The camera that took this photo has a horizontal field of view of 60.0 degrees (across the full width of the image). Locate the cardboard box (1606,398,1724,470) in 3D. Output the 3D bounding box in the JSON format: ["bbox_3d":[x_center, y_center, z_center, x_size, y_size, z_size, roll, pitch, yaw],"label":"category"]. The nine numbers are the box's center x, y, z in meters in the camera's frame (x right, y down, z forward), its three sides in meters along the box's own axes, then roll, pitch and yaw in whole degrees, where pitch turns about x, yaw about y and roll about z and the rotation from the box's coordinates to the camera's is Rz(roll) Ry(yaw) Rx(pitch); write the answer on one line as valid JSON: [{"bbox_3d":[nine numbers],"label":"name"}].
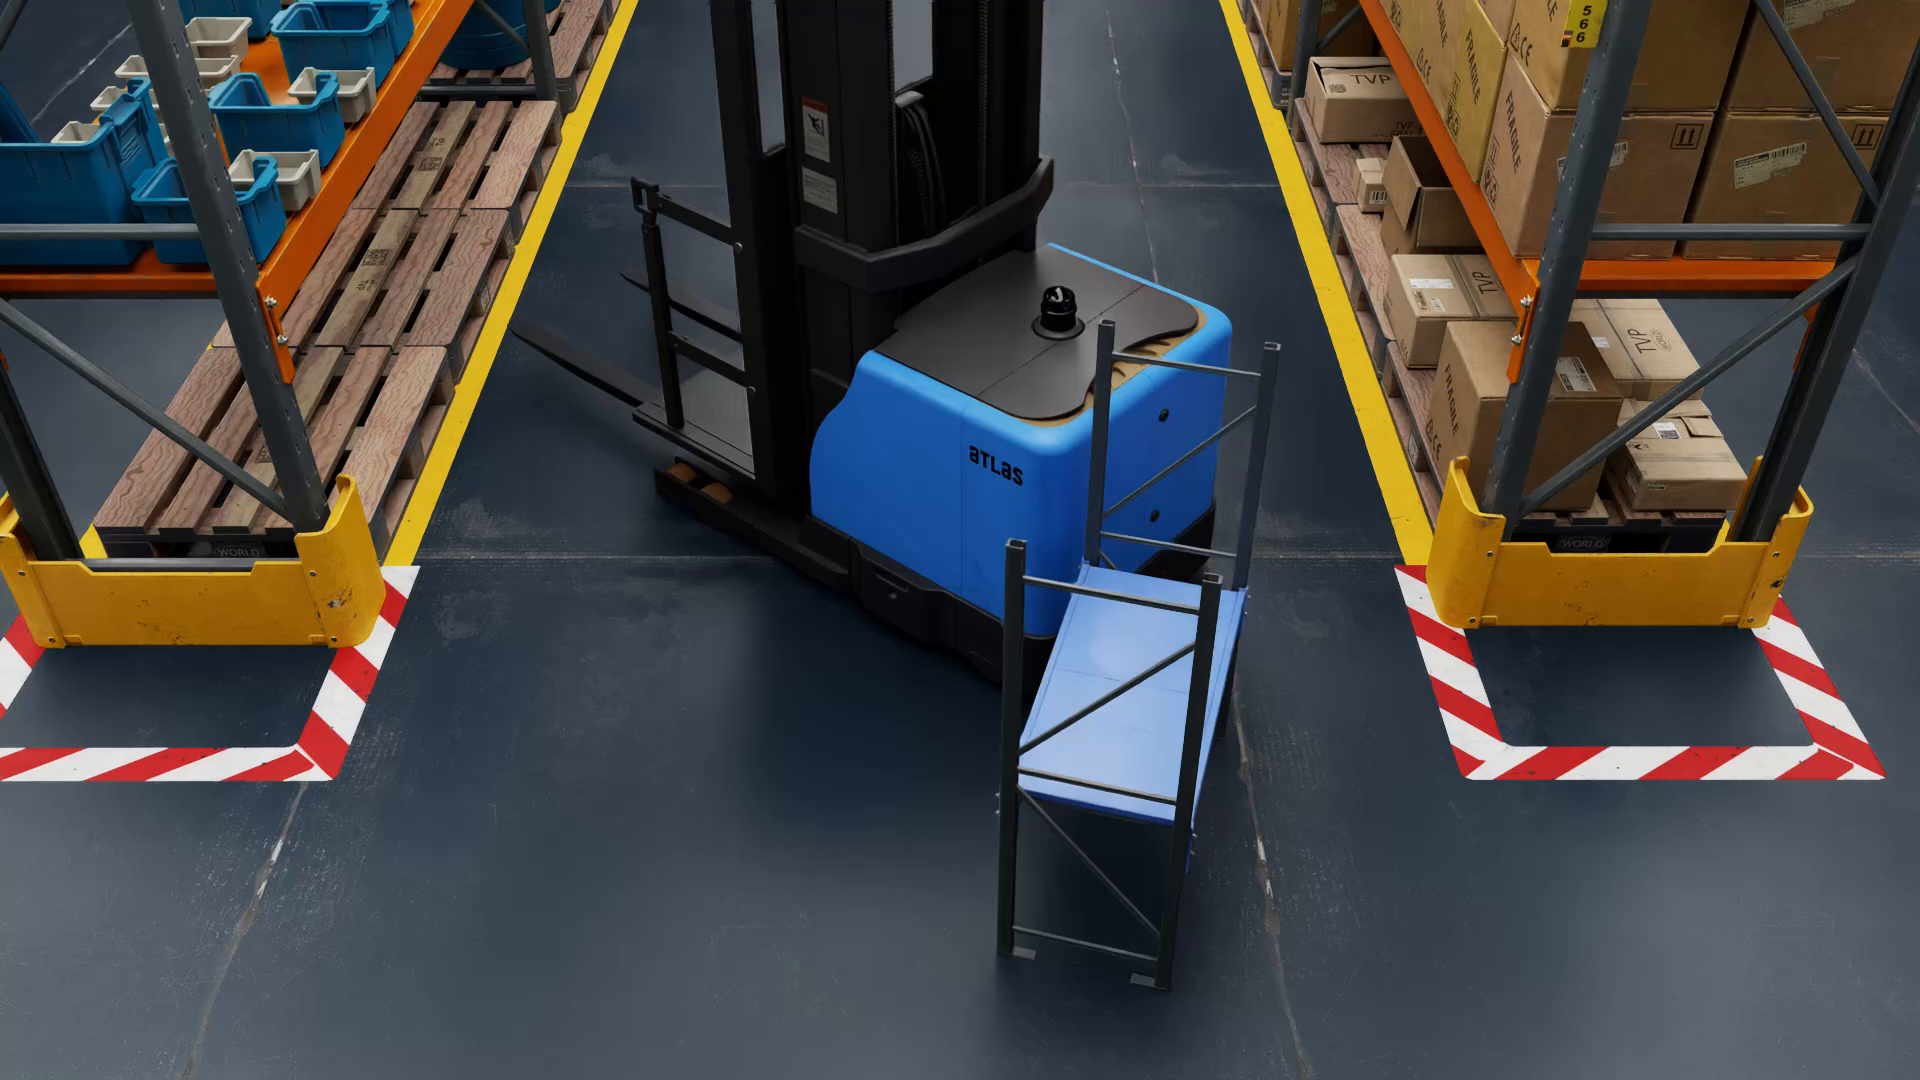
[{"bbox_3d":[2.628,-0.403,6.268,0.380,0.166,0.250,0,39,0],"label":"cardboard box"}]

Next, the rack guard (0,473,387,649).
[{"bbox_3d":[-2.655,0.073,5.759,1.175,0.500,0.348,0,39,0],"label":"rack guard"}]

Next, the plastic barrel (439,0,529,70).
[{"bbox_3d":[-2.656,-3.104,9.067,0.600,0.901,0.708,0,39,0],"label":"plastic barrel"}]

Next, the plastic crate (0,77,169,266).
[{"bbox_3d":[-2.855,-1.164,5.228,0.616,0.435,0.499,0,39,0],"label":"plastic crate"}]

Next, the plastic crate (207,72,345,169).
[{"bbox_3d":[-2.340,-1.442,5.737,0.416,0.233,0.300,0,39,0],"label":"plastic crate"}]

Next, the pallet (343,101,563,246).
[{"bbox_3d":[-2.633,-1.871,8.416,1.003,0.211,1.213,0,39,0],"label":"pallet"}]

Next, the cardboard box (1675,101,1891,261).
[{"bbox_3d":[2.548,-1.235,5.313,0.500,0.500,0.500,1,39,1],"label":"cardboard box"}]

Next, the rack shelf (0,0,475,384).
[{"bbox_3d":[-2.670,-1.888,6.782,1.077,0.370,4.000,0,39,0],"label":"rack shelf"}]

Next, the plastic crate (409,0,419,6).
[{"bbox_3d":[-2.370,-2.251,6.823,0.293,0.136,0.466,0,39,0],"label":"plastic crate"}]

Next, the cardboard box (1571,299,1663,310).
[{"bbox_3d":[2.567,-0.983,6.925,0.500,0.250,0.500,0,39,0],"label":"cardboard box"}]

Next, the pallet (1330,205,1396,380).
[{"bbox_3d":[2.285,-1.138,7.501,1.003,0.211,1.213,0,39,0],"label":"pallet"}]

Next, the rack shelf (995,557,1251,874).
[{"bbox_3d":[0.488,0.467,4.756,0.538,0.185,1.000,10,40,12],"label":"rack shelf"}]

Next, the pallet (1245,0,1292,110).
[{"bbox_3d":[2.242,-2.841,9.626,1.003,0.211,1.213,0,39,0],"label":"pallet"}]

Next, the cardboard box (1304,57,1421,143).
[{"bbox_3d":[2.065,-2.280,8.495,0.500,0.311,0.500,0,39,0],"label":"cardboard box"}]

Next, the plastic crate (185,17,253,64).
[{"bbox_3d":[-2.880,-1.888,6.371,0.298,0.136,0.250,0,39,0],"label":"plastic crate"}]

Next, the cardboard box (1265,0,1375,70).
[{"bbox_3d":[1.994,-2.925,9.148,0.500,0.500,0.500,0,39,0],"label":"cardboard box"}]

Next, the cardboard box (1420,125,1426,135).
[{"bbox_3d":[2.565,-2.260,8.319,0.500,0.500,0.500,0,39,0],"label":"cardboard box"}]

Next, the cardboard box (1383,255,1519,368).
[{"bbox_3d":[2.067,-0.951,6.886,0.500,0.250,0.500,0,39,0],"label":"cardboard box"}]

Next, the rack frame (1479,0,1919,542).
[{"bbox_3d":[2.285,-0.919,4.998,1.000,3.000,0.127,0,39,0],"label":"rack frame"}]

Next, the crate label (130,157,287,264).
[{"bbox_3d":[-2.339,-1.030,5.223,0.416,0.233,0.303,0,39,0],"label":"crate label"}]

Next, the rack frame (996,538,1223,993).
[{"bbox_3d":[0.349,0.632,4.262,0.500,1.500,0.032,10,40,12],"label":"rack frame"}]

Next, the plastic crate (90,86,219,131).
[{"bbox_3d":[-2.836,-1.529,5.922,0.396,0.136,0.243,0,39,0],"label":"plastic crate"}]

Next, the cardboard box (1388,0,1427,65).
[{"bbox_3d":[2.013,-2.189,6.503,0.500,0.500,0.500,-1,39,-1],"label":"cardboard box"}]

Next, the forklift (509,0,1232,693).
[{"bbox_3d":[-0.537,-1.417,5.675,3.031,2.935,1.130,28,46,30],"label":"forklift"}]

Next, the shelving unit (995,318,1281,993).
[{"bbox_3d":[0.488,0.326,4.643,0.538,1.500,1.048,10,40,12],"label":"shelving unit"}]

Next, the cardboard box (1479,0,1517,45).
[{"bbox_3d":[2.008,-1.942,5.395,0.500,0.500,0.500,1,39,1],"label":"cardboard box"}]

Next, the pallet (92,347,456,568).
[{"bbox_3d":[-2.630,-0.345,6.512,1.003,0.211,1.213,0,39,0],"label":"pallet"}]

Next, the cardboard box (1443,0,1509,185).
[{"bbox_3d":[2.009,-1.562,5.721,0.500,0.500,0.500,0,39,0],"label":"cardboard box"}]

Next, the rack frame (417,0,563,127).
[{"bbox_3d":[-2.673,-3.419,8.118,1.000,3.000,0.127,0,39,0],"label":"rack frame"}]

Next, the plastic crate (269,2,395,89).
[{"bbox_3d":[-2.341,-1.854,6.250,0.416,0.233,0.300,0,39,0],"label":"plastic crate"}]

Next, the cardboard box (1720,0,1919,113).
[{"bbox_3d":[2.548,-1.626,5.000,0.500,0.500,0.500,1,39,1],"label":"cardboard box"}]

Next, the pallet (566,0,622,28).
[{"bbox_3d":[-2.636,-3.578,10.546,1.003,0.211,1.213,0,39,0],"label":"pallet"}]
